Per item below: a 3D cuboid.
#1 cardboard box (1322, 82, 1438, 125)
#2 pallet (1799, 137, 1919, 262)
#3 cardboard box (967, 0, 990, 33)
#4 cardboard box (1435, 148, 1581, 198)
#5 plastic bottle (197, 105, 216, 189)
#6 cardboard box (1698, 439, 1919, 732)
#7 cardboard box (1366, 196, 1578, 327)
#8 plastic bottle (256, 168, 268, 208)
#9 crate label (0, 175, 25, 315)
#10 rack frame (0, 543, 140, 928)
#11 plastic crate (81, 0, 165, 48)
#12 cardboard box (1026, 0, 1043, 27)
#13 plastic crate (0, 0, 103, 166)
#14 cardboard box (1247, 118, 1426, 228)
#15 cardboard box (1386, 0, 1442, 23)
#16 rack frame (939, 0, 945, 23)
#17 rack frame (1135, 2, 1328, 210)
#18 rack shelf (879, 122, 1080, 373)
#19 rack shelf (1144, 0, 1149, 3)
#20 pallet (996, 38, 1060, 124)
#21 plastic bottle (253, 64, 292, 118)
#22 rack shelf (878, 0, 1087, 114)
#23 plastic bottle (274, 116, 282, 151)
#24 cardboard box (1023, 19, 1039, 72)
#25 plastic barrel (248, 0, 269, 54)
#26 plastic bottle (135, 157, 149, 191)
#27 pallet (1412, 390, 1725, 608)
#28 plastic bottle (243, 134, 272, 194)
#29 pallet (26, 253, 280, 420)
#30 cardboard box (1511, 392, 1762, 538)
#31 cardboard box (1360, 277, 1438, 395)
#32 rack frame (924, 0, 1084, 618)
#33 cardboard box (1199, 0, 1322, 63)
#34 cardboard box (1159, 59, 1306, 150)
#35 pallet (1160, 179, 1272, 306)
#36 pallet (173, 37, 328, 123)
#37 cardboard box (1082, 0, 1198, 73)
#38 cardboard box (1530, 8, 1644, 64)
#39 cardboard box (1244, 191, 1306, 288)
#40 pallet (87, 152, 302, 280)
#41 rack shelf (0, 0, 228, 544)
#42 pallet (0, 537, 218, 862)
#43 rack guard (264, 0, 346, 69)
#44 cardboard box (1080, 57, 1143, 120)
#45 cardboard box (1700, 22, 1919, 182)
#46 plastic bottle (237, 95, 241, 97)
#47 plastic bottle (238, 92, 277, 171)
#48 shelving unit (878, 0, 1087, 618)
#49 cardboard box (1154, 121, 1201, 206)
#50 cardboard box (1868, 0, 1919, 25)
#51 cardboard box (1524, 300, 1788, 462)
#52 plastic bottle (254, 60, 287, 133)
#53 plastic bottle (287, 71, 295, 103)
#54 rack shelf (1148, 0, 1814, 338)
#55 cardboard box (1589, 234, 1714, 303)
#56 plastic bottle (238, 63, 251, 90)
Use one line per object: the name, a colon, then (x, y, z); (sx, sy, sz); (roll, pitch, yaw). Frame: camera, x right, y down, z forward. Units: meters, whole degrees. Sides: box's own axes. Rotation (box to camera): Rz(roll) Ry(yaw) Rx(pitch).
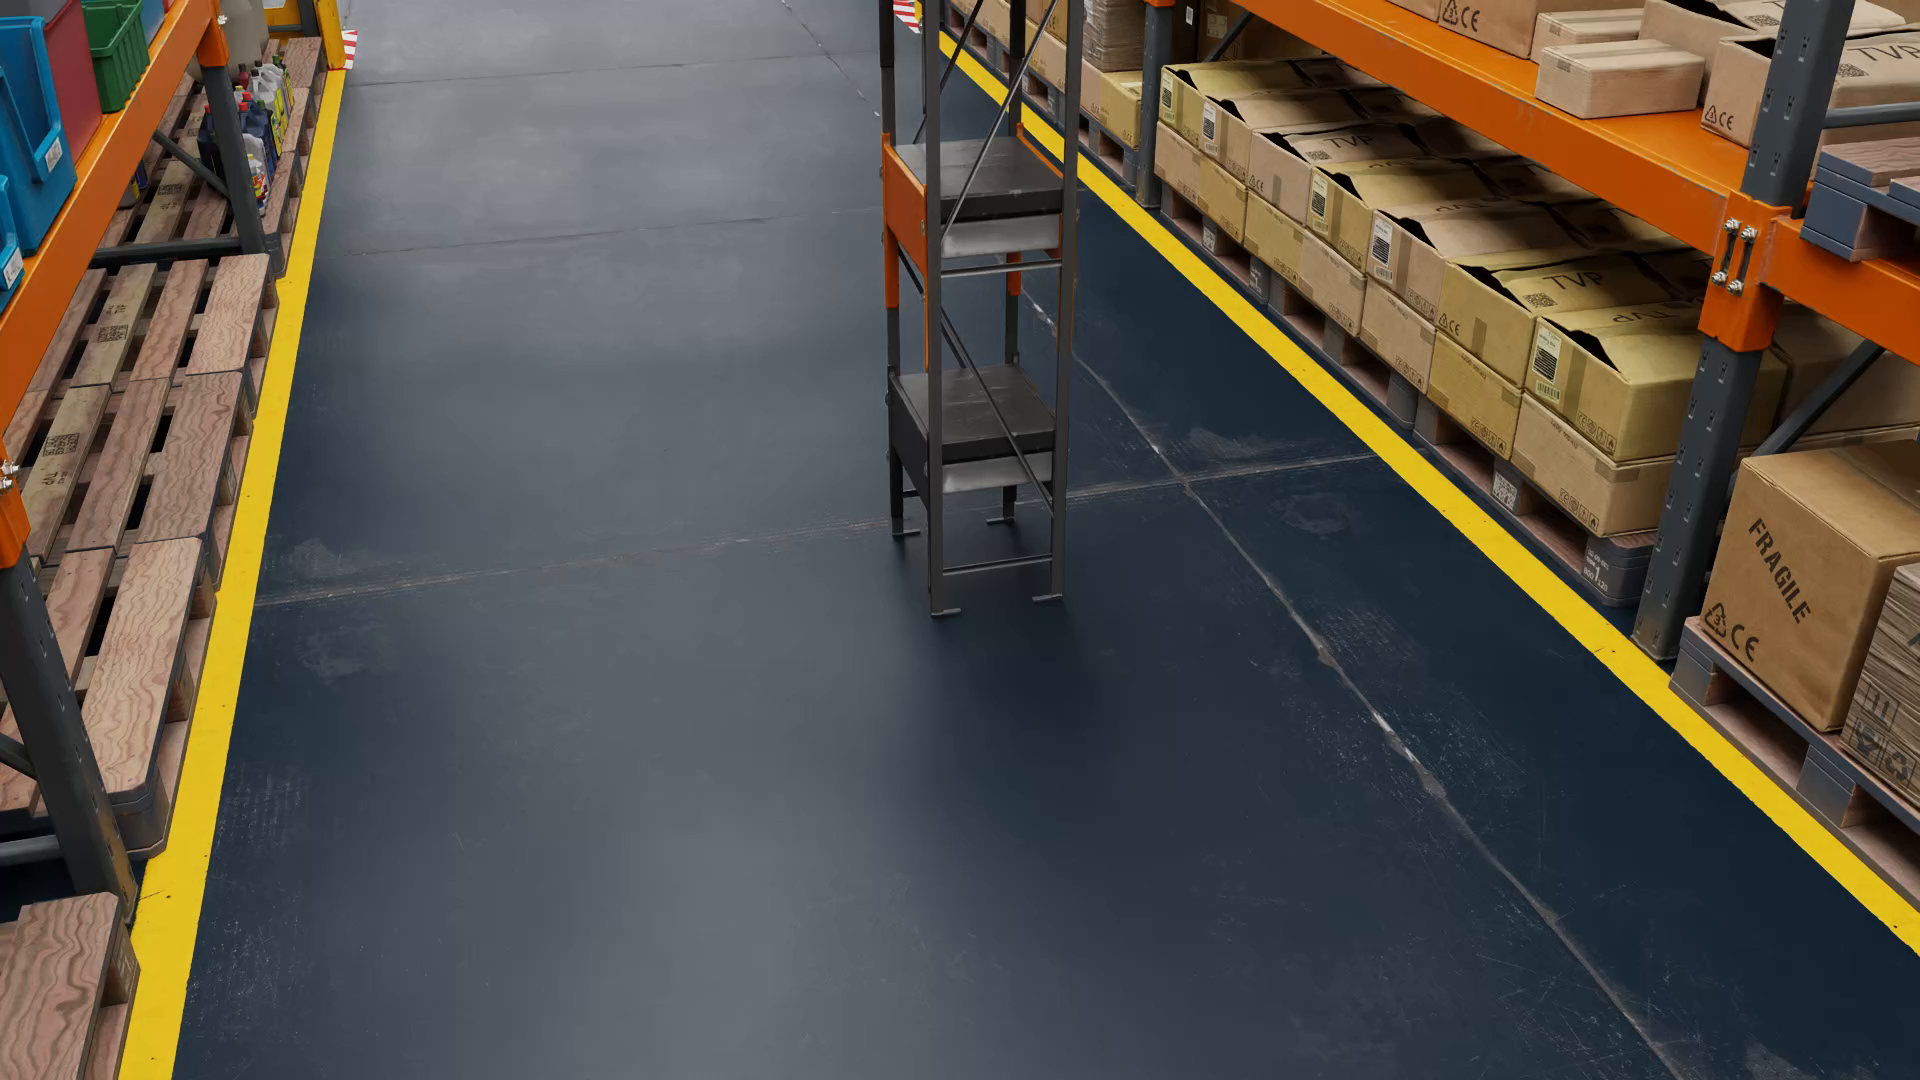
cardboard box: (1.879, -1.806, 7.141); (0.500, 0.311, 0.500); (-7, 31, -12)
pallet: (2.660, -0.646, 3.563); (1.213, 0.211, 1.003); (-8, 31, -13)
cardboard box: (0.353, -3.373, 10.409); (0.500, 0.250, 0.500); (-8, 31, -13)
cardboard box: (2.139, -1.321, 6.304); (0.500, 0.311, 0.500); (-8, 31, -14)
plastic bottle: (-3.379, -1.792, 7.557); (0.144, 0.351, 0.185); (-8, 31, -13)
cardboard box: (2.258, 0.102, 4.135); (0.500, 0.500, 0.500); (-7, 31, -11)
cardboard box: (1.760, -0.996, 5.743); (0.500, 0.311, 0.500); (-8, 31, -14)
plastic bottle: (-3.115, -1.563, 7.310); (0.097, 0.201, 0.097); (0, 30, 0)
crate label: (-2.115, -0.571, 3.410); (0.303, 0.233, 0.416); (-8, 31, -13)
rack frame: (-2.364, -0.390, 2.930); (1.000, 3.000, 0.127); (-8, 31, -13)
plastic crate: (-2.833, -1.824, 5.423); (0.392, 0.384, 0.575); (-8, 31, -13)
cardboard box: (0.612, -3.214, 9.385); (0.500, 0.500, 0.500); (-8, 31, -13)
plastic crate: (-2.498, -1.239, 4.333); (0.402, 0.464, 0.583); (-8, 31, -13)
cardboard box: (1.487, -1.489, 6.593); (0.500, 0.311, 0.500); (-9, 31, -15)
cardboard box: (1.812, -2.153, 5.875); (0.500, 0.500, 0.500); (-8, 31, -13)
rack frame: (0.289, -4.911, 10.740); (1.000, 3.000, 0.127); (-8, 31, -13)
rack frame: (1.351, -2.979, 7.403); (1.000, 3.000, 0.127); (-8, 31, -13)
rack shelf: (0.044, -0.817, 4.593); (0.431, 0.518, 0.480); (-8, 31, -13)
rack shelf: (0.820, -3.634, 9.252); (1.077, 0.370, 4.000); (-8, 31, -13)
pallet: (0.853, -2.752, 9.794); (1.003, 0.211, 1.213); (-8, 31, -13)
plastic bottle: (-3.537, -2.312, 8.529); (0.152, 0.276, 0.135); (-8, 31, -13)
rack shelf: (0.044, -1.423, 4.242); (0.431, 0.518, 0.480); (-8, 31, -13)
plastic bottle: (-3.343, -1.978, 8.027); (0.097, 0.201, 0.097); (0, 30, 0)
cardboard box: (0.613, -2.889, 9.573); (0.500, 0.250, 0.500); (-8, 31, -13)
plastic barrel: (-4.239, -3.052, 9.592); (0.421, 0.512, 0.421); (0, 30, 0)
plastic bottle: (-3.790, -1.731, 7.526); (0.152, 0.276, 0.135); (-8, 31, -13)
pallet: (2.231, -0.243, 5.459); (1.003, 0.211, 1.213); (-8, 31, -13)
plastic bottle: (-3.200, -1.699, 7.470); (0.152, 0.276, 0.135); (-7, 31, -11)
pallet: (-3.180, -0.741, 6.320); (1.003, 0.211, 1.213); (-8, 31, -13)
cardboard box: (2.038, -0.261, 5.031); (0.500, 0.250, 0.500); (-7, 31, -12)
cardboard box: (1.767, -0.752, 5.881); (0.500, 0.250, 0.500); (-7, 31, -12)
rack frame: (0.109, -0.711, 4.382); (0.400, 2.100, 0.015); (-8, 31, -13)
cardboard box: (1.529, -2.561, 8.257); (0.500, 0.500, 0.500); (-8, 31, -13)
cardboard box: (1.220, -1.981, 7.444); (0.500, 0.311, 0.500); (-8, 31, -13)
pallet: (1.584, -1.422, 7.495); (1.003, 0.211, 1.213); (-8, 31, -13)
pallet: (-4.212, -2.624, 9.572); (1.003, 0.211, 1.213); (-8, 31, -13)
cardboard box: (0.895, -2.733, 8.555); (0.500, 0.500, 0.500); (-8, 31, -13)
cardboard box: (2.020, -1.547, 5.179); (0.380, 0.149, 0.250); (-6, 31, -10)
cardboard box: (1.493, -1.246, 6.734); (0.500, 0.250, 0.500); (-9, 31, -15)
pallet: (-3.564, -1.445, 7.536); (1.003, 0.211, 1.213); (-8, 31, -13)
rack shelf: (-2.895, -1.045, 4.779); (1.077, 0.370, 4.000); (-8, 31, -13)
pallet: (-2.533, 0.437, 4.284); (1.003, 0.211, 1.213); (-8, 31, -13)
rack guard: (-4.422, -3.142, 10.179); (1.175, 0.500, 0.348); (-8, 31, -13)
cardboard box: (0.894, -2.409, 8.742); (0.500, 0.250, 0.500); (-8, 31, -13)
cardboard box: (2.358, -1.190, 4.401); (0.500, 0.311, 0.500); (-6, 31, -10)
plastic bottle: (-3.557, -2.096, 8.231); (0.097, 0.201, 0.097); (0, 30, 0)
plastic bottle: (-3.290, -1.902, 7.748); (0.144, 0.351, 0.185); (-9, 31, -15)
shelving unit: (0.044, -0.829, 4.586); (0.431, 2.100, 0.503); (-8, 31, -13)
cardboard box: (1.219, -1.743, 7.593); (0.500, 0.250, 0.500); (-9, 31, -14)
cardboard box: (5.812, -3.244, 9.917); (0.500, 0.500, 0.500); (-10, 32, -17)
cardboard box: (2.036, -0.502, 4.889); (0.500, 0.311, 0.500); (-7, 31, -12)
plastic bottle: (-3.452, -2.198, 8.258); (0.144, 0.351, 0.185); (-7, 31, -11)
plastic bottle: (-3.578, -2.405, 8.765); (0.097, 0.201, 0.097); (0, 30, 0)
rack shelf: (1.882, -1.702, 5.914); (1.077, 0.370, 4.000); (-8, 31, -13)
cardboard box: (2.409, -0.826, 5.449); (0.500, 0.311, 0.500); (-9, 31, -15)
plastic bottle: (-3.640, -2.300, 8.503); (0.061, 0.283, 0.133); (-8, 31, -13)
